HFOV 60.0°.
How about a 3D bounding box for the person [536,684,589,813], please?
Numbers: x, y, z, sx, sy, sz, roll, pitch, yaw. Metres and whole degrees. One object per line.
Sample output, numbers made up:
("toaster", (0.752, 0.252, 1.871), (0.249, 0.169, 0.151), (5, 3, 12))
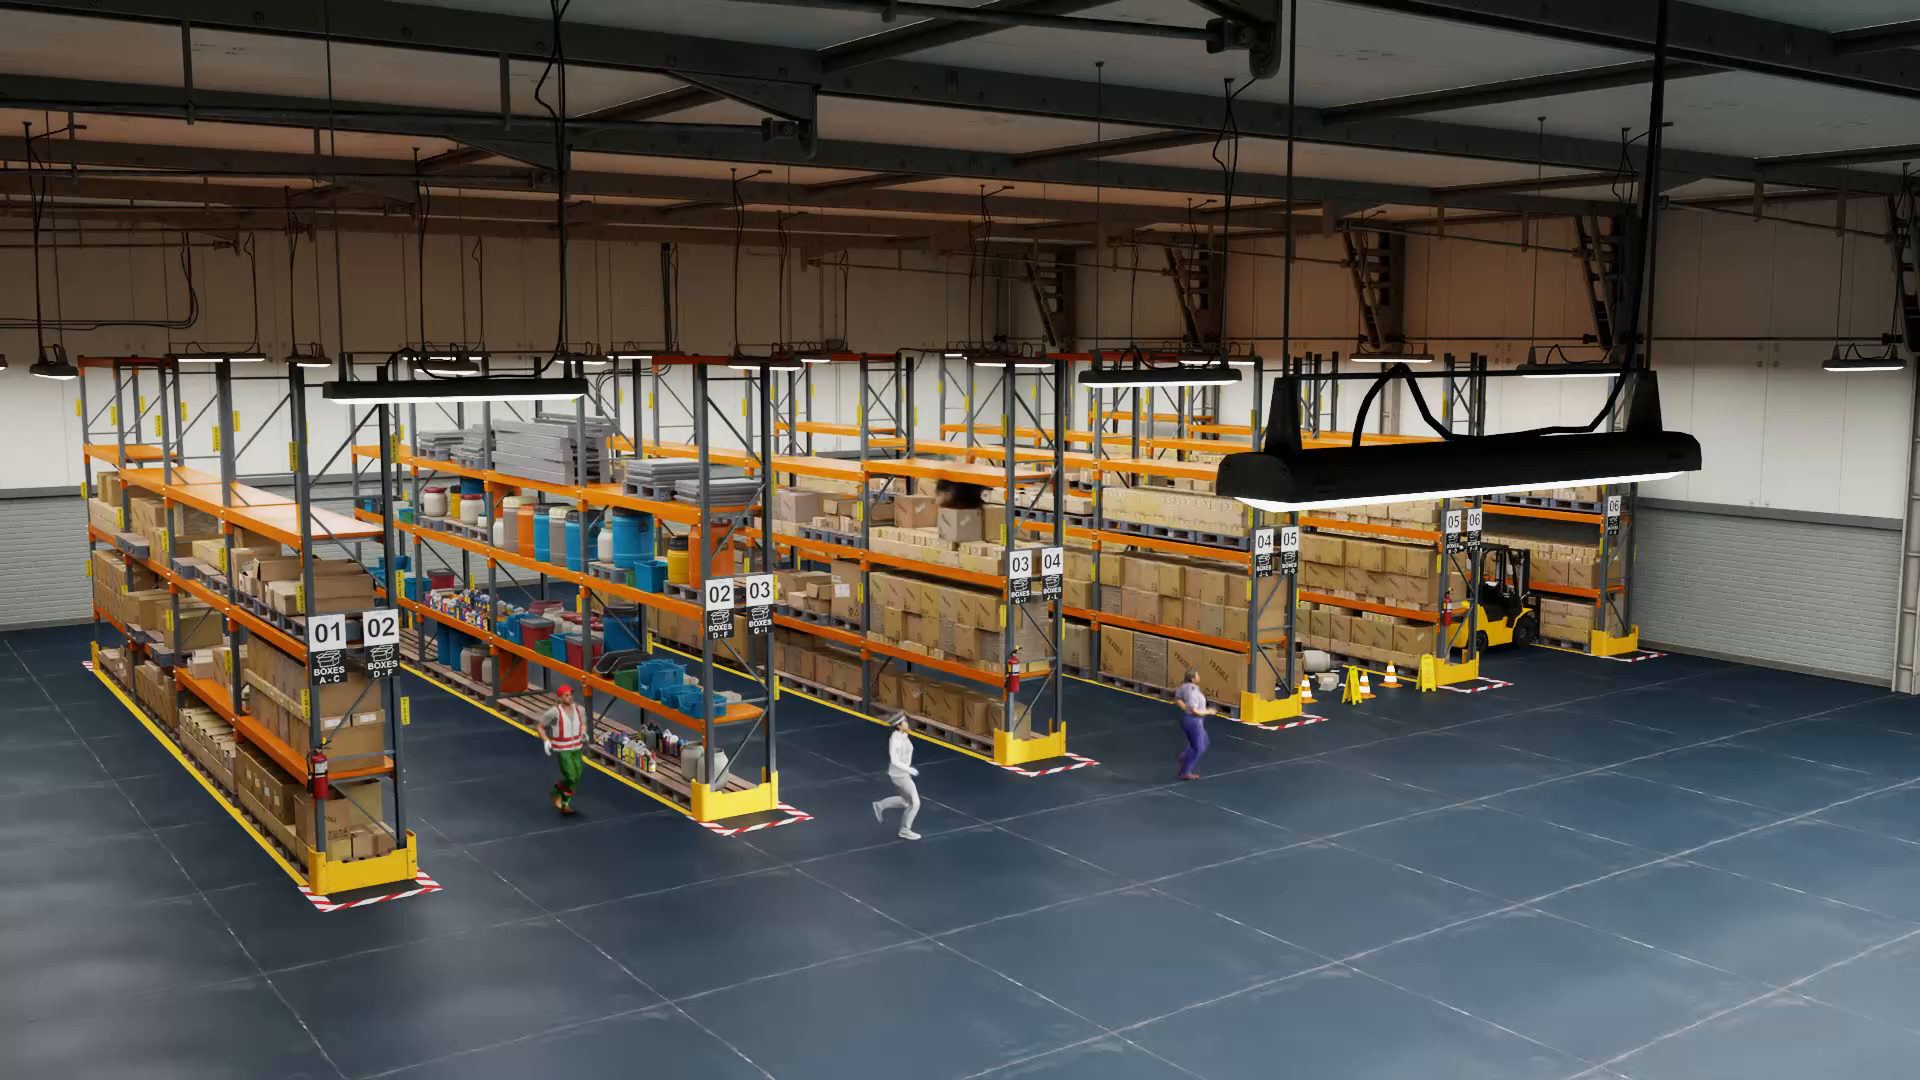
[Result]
("person", (-5.178, 2.786, 22.060), (0.571, 1.738, 0.651), (6, 9, 41))

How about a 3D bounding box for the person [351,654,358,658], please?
("person", (-10.163, 2.212, 27.354), (0.582, 1.665, 0.578), (-7, 10, -44))

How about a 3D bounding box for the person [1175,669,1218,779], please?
("person", (3.403, 2.640, 23.921), (0.546, 1.596, 0.593), (-1, 7, -5))

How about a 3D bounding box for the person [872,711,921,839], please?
("person", (-0.804, 2.977, 21.071), (0.610, 1.660, 0.649), (-1, 7, -5))
